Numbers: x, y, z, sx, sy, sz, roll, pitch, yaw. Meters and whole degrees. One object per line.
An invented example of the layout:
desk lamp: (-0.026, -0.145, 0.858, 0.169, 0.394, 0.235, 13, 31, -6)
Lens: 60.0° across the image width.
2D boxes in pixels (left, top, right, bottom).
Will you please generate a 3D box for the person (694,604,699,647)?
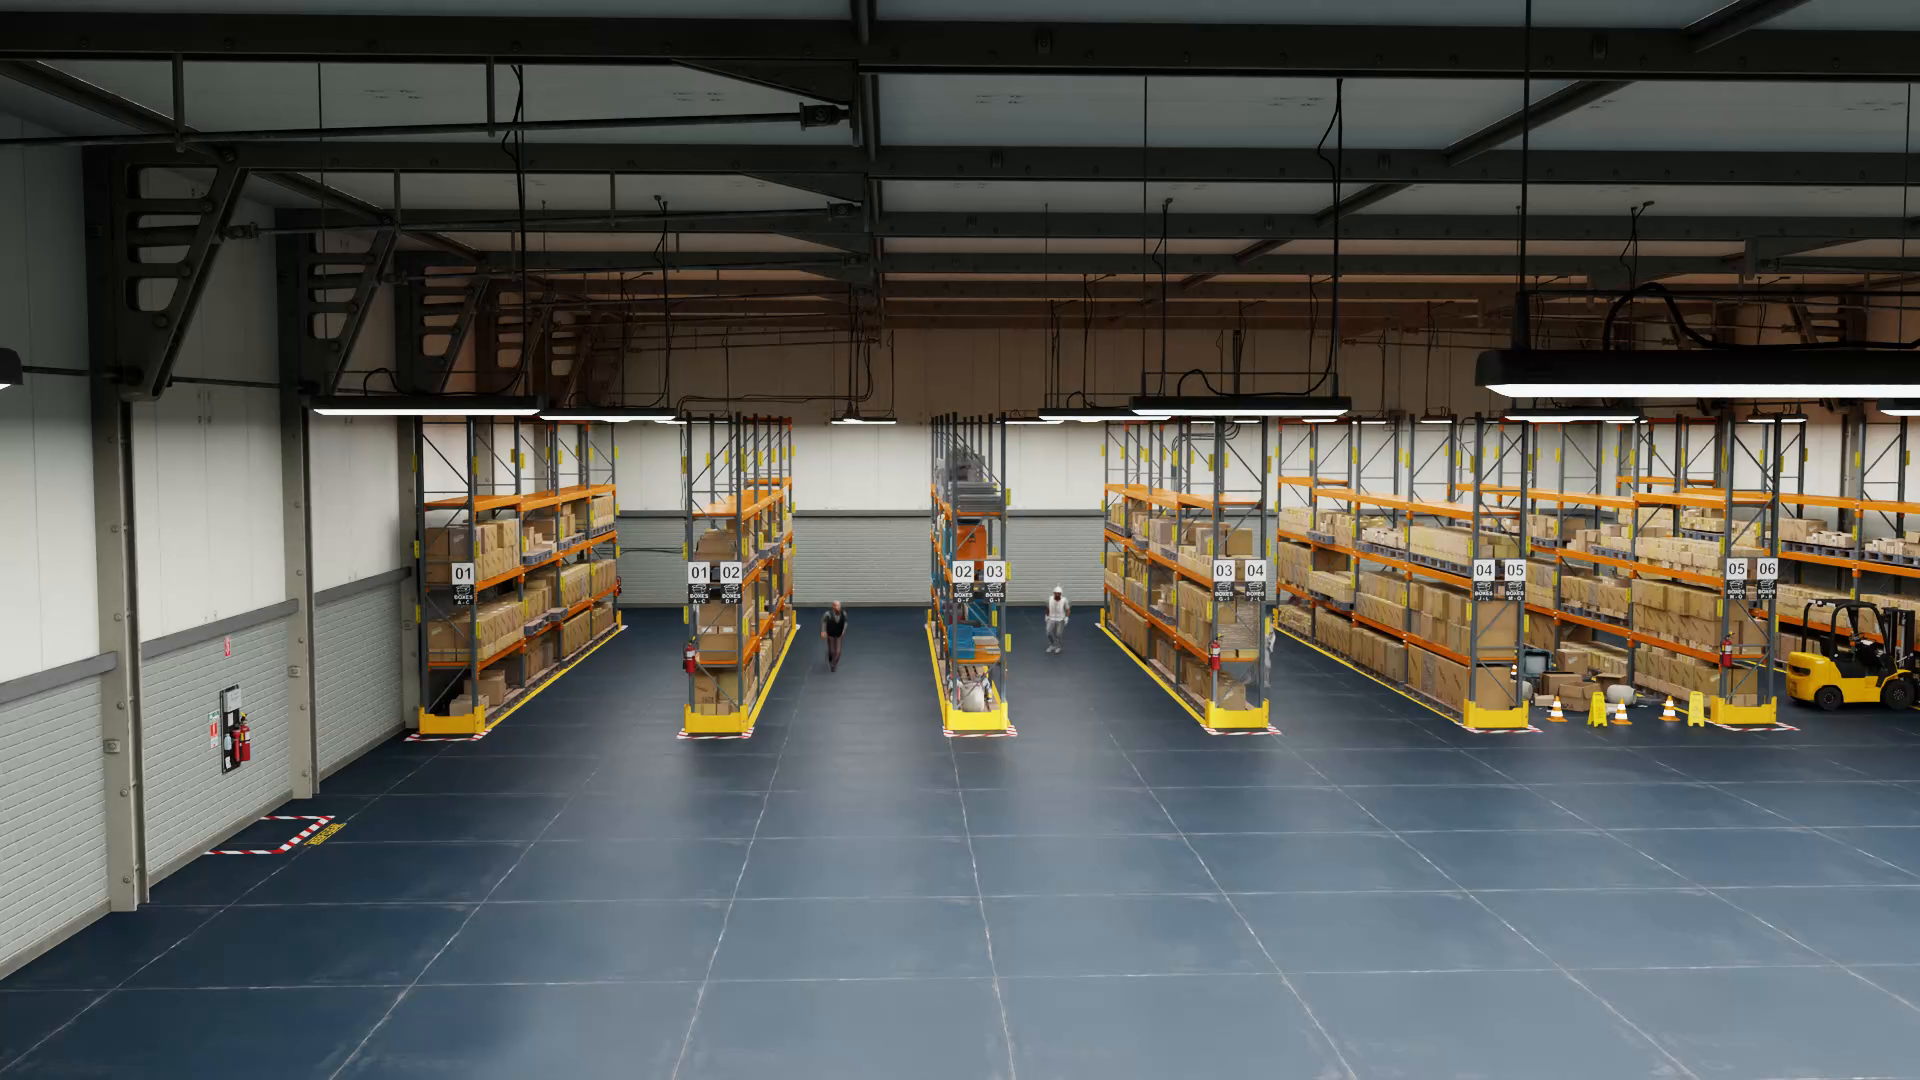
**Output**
person: (-6.728, 1.932, 43.377, 0.593, 1.712, 0.685, -1, 4, -8)

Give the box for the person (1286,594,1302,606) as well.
person: (9.891, 1.588, 48.783, 0.616, 1.636, 0.600, 0, 4, 2)

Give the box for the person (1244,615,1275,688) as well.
person: (6.644, 2.447, 36.725, 0.667, 1.619, 0.811, 0, 4, 2)

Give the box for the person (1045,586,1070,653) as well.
person: (2.435, 2.008, 41.730, 0.679, 1.718, 0.729, 1, 4, 12)

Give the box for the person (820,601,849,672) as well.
person: (-2.940, 2.247, 39.010, 0.661, 1.661, 0.652, -1, 4, -20)
